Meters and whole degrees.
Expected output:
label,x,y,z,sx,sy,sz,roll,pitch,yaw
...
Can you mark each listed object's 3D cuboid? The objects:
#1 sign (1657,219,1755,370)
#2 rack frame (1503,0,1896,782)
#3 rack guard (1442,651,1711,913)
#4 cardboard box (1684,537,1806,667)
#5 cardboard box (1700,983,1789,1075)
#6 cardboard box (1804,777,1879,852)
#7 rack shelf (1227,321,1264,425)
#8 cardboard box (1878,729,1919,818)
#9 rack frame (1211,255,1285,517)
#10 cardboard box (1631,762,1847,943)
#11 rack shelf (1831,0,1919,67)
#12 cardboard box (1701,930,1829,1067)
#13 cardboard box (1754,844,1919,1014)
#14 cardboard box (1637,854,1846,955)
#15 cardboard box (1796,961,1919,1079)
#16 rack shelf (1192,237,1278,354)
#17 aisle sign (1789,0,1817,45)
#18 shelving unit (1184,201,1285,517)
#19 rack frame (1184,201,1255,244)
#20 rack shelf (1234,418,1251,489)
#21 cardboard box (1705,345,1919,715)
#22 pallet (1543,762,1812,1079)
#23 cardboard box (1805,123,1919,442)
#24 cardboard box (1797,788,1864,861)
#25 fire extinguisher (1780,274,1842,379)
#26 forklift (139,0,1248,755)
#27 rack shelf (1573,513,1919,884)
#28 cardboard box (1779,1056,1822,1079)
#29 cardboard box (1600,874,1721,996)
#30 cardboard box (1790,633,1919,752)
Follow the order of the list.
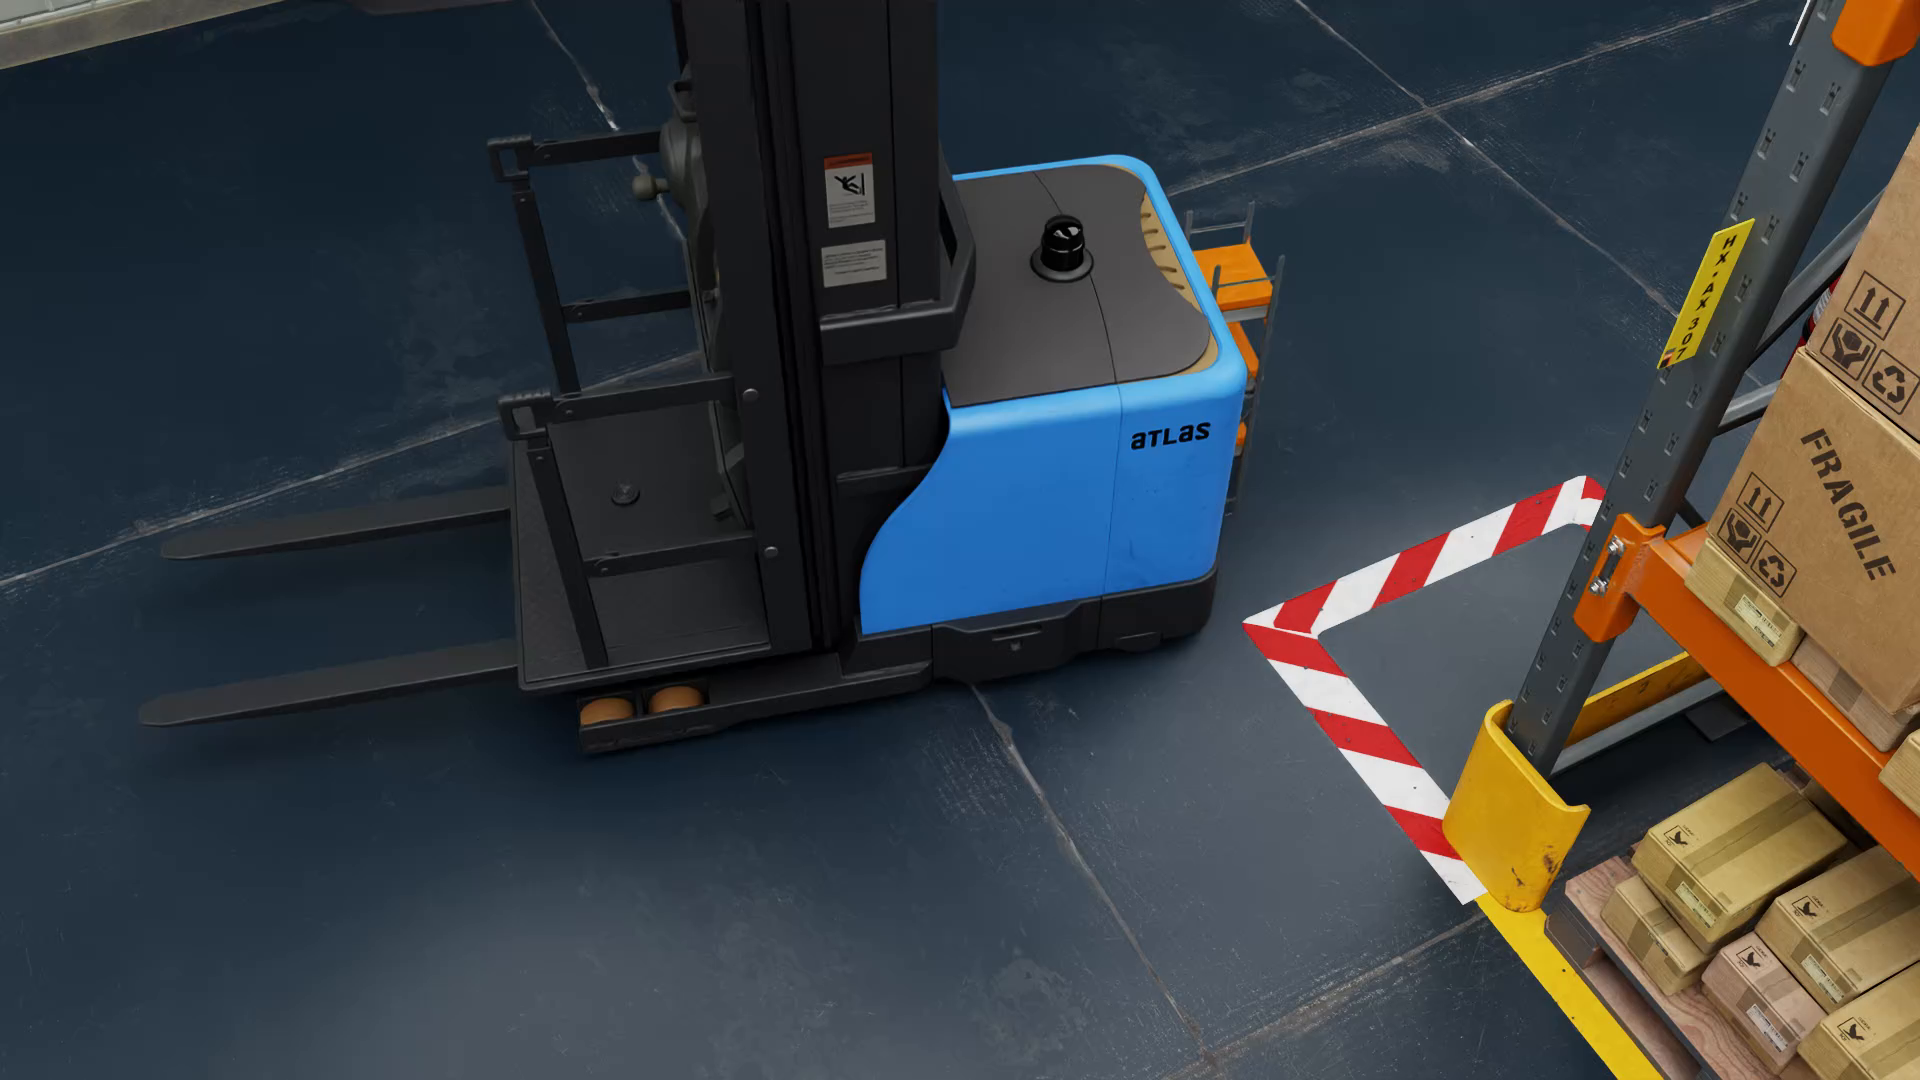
label,x,y,z,sx,sy,sz,roll,pitch,yaw
sign,1.379,-0.451,3.076,0.100,0.325,0.005,-21,52,-18
rack frame,1.861,-0.353,3.566,1.000,3.000,0.127,-21,52,-18
rack guard,1.896,0.521,4.462,1.175,0.500,0.348,-21,52,-18
cardboard box,1.718,0.060,3.372,0.380,0.149,0.250,-22,52,-18
cardboard box,2.009,1.056,3.949,0.380,0.149,0.250,-21,52,-18
cardboard box,2.357,0.605,4.146,0.380,0.149,0.250,-22,53,-18
rack shelf,0.761,-0.494,4.999,0.215,0.259,0.240,-10,50,-8
cardboard box,1.947,0.414,3.062,0.380,0.149,0.250,-23,53,-19
rack frame,0.788,-0.412,4.913,0.200,1.050,0.008,-10,50,-8
cardboard box,1.799,0.719,3.848,0.380,0.149,0.250,-23,53,-19
rack shelf,2.776,0.235,1.537,1.077,0.370,4.000,-21,52,-18
cardboard box,1.948,0.992,3.807,0.380,0.149,0.250,-21,52,-18
cardboard box,2.032,0.863,3.723,0.380,0.149,0.250,-20,52,-17
cardboard box,1.873,0.789,3.985,0.380,0.149,0.250,-19,52,-16
cardboard box,2.033,1.075,3.536,0.380,0.149,0.250,-21,52,-18
rack shelf,0.761,-0.681,4.785,0.215,0.259,0.240,-10,50,-8
aisle sign,1.561,-1.154,2.540,0.394,0.787,0.004,-21,52,-18
shelving unit,0.761,-0.501,4.991,0.215,1.050,0.252,-10,50,-8
rack frame,0.733,-0.591,5.069,0.200,1.050,0.008,-10,50,-8
rack shelf,0.761,-0.311,5.208,0.215,0.259,0.240,-10,50,-8
cardboard box,1.821,-0.088,3.070,0.500,0.500,0.500,-19,51,-16
pallet,2.236,1.172,4.085,1.003,0.211,1.213,-21,52,-18
cardboard box,1.831,-0.421,2.697,0.500,0.500,0.500,-21,52,-18
cardboard box,2.288,0.728,4.235,0.380,0.149,0.250,-20,52,-17
fire extinguisher,2.156,-0.532,4.022,0.296,0.674,0.183,-21,52,-18
forklift,-0.821,-0.802,4.004,3.031,2.935,1.130,-9,49,-8
rack shelf,2.776,1.223,2.666,1.077,0.370,4.000,-21,52,-18
cardboard box,2.129,1.219,3.806,0.380,0.149,0.250,-21,52,-17
cardboard box,1.816,0.909,4.078,0.380,0.149,0.250,-20,52,-17
cardboard box,1.871,0.216,3.235,0.380,0.149,0.250,-19,52,-16
